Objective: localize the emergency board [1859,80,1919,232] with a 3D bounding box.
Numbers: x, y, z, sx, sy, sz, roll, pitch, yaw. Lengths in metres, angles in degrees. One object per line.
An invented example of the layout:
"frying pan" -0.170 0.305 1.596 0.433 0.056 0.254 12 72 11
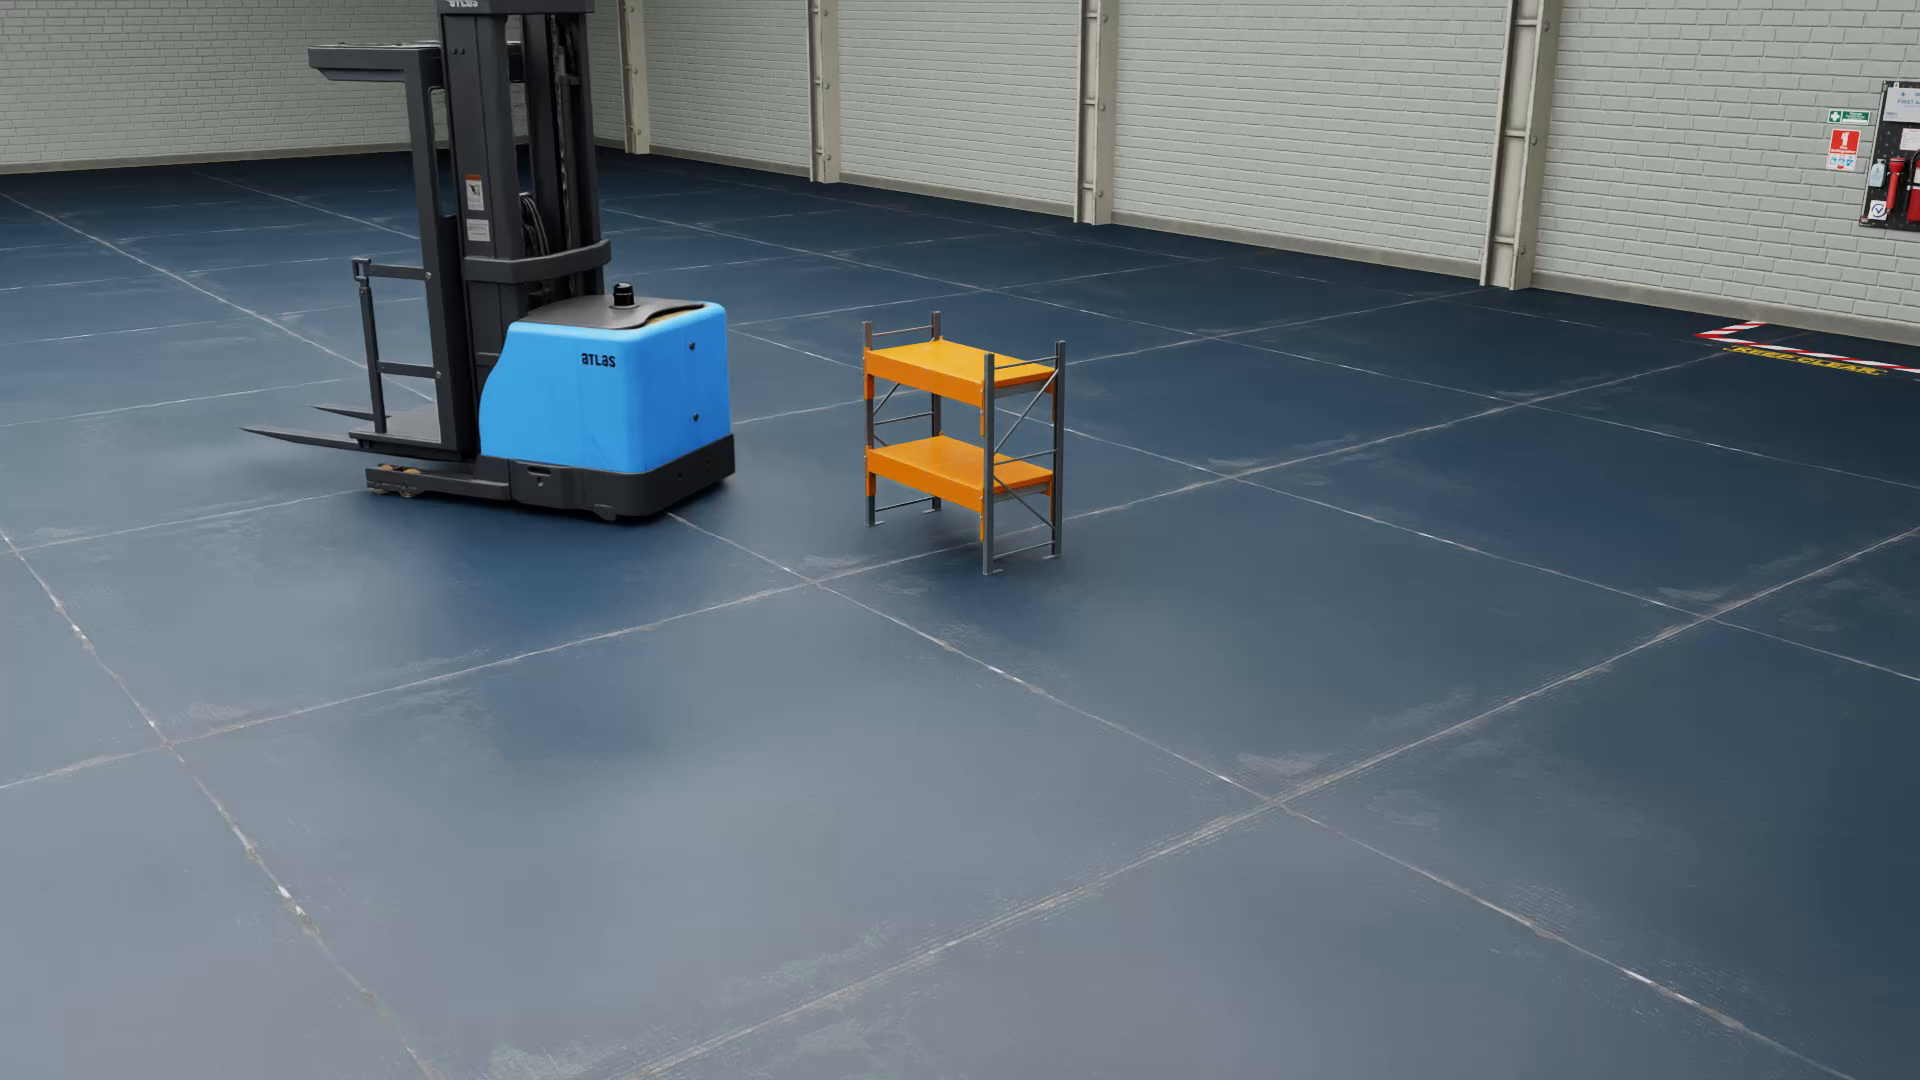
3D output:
"emergency board" 7.622 -3.078 13.386 0.194 1.169 0.643 -14 23 -36

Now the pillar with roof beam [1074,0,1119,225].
"pillar with roof beam" -1.699 -7.426 16.974 9.100 9.000 0.400 -14 23 -36

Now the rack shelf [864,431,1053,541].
"rack shelf" 0.004 -0.300 8.758 0.538 0.278 1.000 -14 23 -36

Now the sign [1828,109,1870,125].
"sign" 7.355 -3.500 13.761 0.001 0.109 0.331 -14 23 -36

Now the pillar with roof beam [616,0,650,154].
"pillar with roof beam" -9.150 -10.383 25.904 9.100 9.000 0.400 -14 23 -36

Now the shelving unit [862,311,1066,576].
"shelving unit" 0.004 -0.532 8.681 0.538 1.125 1.048 -14 23 -36

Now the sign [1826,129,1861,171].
"sign" 7.359 -3.251 13.853 0.001 0.329 0.234 -14 23 -36

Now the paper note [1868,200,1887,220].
"paper note" 7.566 -2.717 13.697 0.016 0.148 0.142 -14 23 -36

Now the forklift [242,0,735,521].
"forklift" -2.897 -1.778 9.568 3.031 2.935 1.130 8 20 22

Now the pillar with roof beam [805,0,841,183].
"pillar with roof beam" -5.424 -8.905 21.439 9.100 9.000 0.400 -14 23 -36

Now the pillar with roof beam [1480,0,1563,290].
"pillar with roof beam" 2.026 -5.948 12.509 9.100 9.000 0.400 -14 23 -36

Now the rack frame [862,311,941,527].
"rack frame" -0.311 -0.658 9.059 0.500 1.125 0.032 -14 23 -36

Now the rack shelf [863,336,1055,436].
"rack shelf" 0.004 -0.810 8.589 0.538 0.278 1.000 -14 23 -36

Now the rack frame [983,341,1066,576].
"rack frame" 0.320 -0.407 8.302 0.500 1.125 0.032 -14 23 -36
